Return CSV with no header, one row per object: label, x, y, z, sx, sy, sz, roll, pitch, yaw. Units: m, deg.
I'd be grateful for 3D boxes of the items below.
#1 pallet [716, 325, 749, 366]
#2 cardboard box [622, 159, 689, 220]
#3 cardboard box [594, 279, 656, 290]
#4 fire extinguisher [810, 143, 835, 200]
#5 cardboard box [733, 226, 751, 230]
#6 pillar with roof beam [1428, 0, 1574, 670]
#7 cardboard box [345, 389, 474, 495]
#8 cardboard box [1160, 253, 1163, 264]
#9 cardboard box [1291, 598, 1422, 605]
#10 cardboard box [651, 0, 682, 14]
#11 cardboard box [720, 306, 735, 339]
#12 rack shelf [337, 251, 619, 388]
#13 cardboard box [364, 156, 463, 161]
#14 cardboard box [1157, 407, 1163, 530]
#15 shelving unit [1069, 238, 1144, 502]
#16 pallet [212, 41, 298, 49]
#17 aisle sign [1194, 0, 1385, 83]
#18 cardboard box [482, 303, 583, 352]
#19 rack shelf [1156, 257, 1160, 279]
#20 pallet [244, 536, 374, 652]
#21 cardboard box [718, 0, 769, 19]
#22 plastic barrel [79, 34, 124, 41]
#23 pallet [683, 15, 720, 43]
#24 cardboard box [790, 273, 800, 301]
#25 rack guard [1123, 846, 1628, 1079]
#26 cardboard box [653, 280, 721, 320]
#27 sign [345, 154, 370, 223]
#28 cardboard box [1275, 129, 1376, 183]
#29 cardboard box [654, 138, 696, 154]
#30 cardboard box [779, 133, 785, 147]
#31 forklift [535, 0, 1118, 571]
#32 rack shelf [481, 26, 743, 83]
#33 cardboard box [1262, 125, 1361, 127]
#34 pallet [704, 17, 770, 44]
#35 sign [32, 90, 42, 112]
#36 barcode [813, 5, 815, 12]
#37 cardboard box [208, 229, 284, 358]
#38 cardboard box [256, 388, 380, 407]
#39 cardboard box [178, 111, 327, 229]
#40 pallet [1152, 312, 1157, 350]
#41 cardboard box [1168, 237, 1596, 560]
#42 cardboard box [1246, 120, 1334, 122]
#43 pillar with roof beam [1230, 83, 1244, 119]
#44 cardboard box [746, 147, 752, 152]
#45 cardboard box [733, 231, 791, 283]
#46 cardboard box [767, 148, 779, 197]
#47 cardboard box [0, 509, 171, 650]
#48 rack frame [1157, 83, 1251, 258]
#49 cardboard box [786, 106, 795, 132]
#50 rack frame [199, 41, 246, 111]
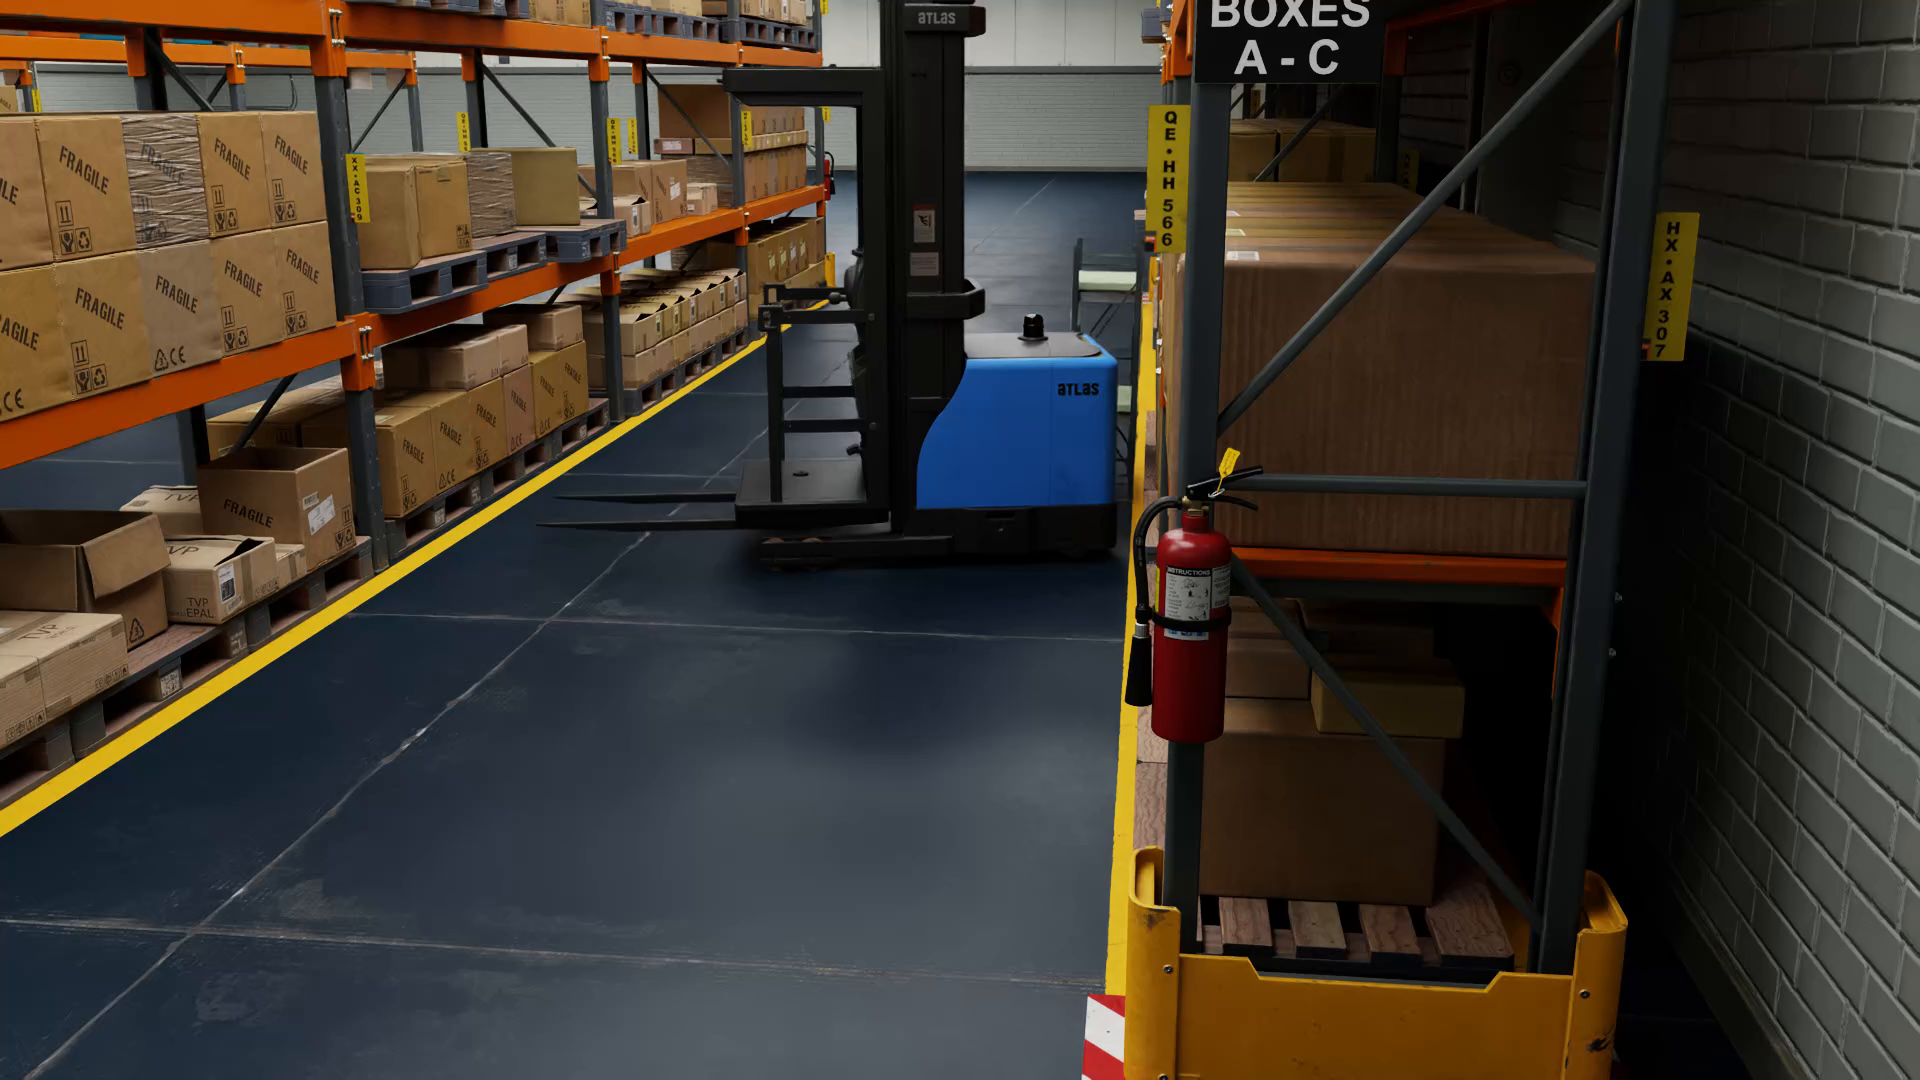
pallet,-2.604,-1.837,15.553,1.003,0.211,1.213,2,15,6
cardboard box,-2.722,-3.089,14.647,0.500,0.500,0.500,3,15,10
cardboard box,-2.973,-2.158,14.785,0.500,0.311,0.500,1,15,4
fire extinguisher,-1.634,-4.393,19.809,0.296,0.674,0.183,2,15,6
cardboard box,-2.562,-3.129,18.014,0.500,0.500,0.500,2,15,6
pillar with roof beam,-2.037,-3.972,6.611,9.100,9.000,0.400,2,15,6
cardboard box,-3.117,-0.564,9.446,0.500,0.500,0.500,2,15,7
cardboard box,1.493,-1.872,10.780,0.380,0.149,0.250,2,15,8
cardboard box,1.258,0.230,5.307,0.380,0.149,0.250,2,15,7
cardboard box,-2.698,-4.652,14.356,0.500,0.250,0.500,0,15,1
cardboard box,-2.377,-2.004,15.290,0.500,0.250,0.500,1,15,5
rack shelf,-3.237,-1.472,10.239,1.077,0.370,4.000,2,15,6
cardboard box,-3.325,-2.012,9.860,0.700,0.500,0.500,-2,15,-8
cardboard box,1.404,-0.493,8.554,0.750,0.750,0.750,2,15,7
shelving unit,0.883,-1.056,10.161,0.431,1.500,0.755,2,14,5
pallet,-7.497,-5.069,16.779,1.213,0.211,1.003,2,15,6
aisle sign,0.702,-1.364,3.478,0.394,0.787,0.004,2,15,6
cardboard box,-2.886,-1.442,11.257,0.500,0.250,0.500,2,15,8
rack shelf,2.137,-2.365,13.539,1.077,0.370,4.000,2,15,6
pallet,-3.541,0.223,7.932,1.003,0.211,1.213,2,15,6
cardboard box,-2.180,-5.314,16.419,0.500,0.311,0.500,1,15,3
plastic barrel,-7.471,-4.735,14.220,0.600,0.901,0.708,2,15,6
pallet,-2.647,-4.502,14.686,0.805,0.209,1.217,1,15,4
cardboard box,-2.033,-2.751,18.054,0.500,0.250,0.500,2,15,6
rack guard,1.006,1.094,4.157,1.175,0.500,0.348,2,15,6
cardboard box,-2.432,-2.144,14.733,0.500,0.311,0.500,2,15,6
sign,-2.923,-1.705,8.062,0.100,0.325,0.005,2,15,6
cardboard box,1.771,-1.831,7.951,0.500,0.250,0.500,2,15,8
cardboard box,-2.742,-3.814,16.086,0.380,0.149,0.250,2,15,6
cardboard box,-2.107,-4.334,18.009,0.380,0.149,0.250,2,15,8
forklift,-0.718,-1.400,8.724,3.031,2.935,1.130,-1,15,-5
rack shelf,-2.786,-3.958,13.684,1.077,0.370,4.000,2,15,6
cardboard box,1.875,-2.097,8.935,0.500,0.250,0.500,1,15,4
pallet,-2.489,-5.003,16.341,1.003,0.211,1.213,2,15,6
sign,-11.402,-5.396,20.547,0.100,0.325,0.005,2,15,6
barcode,-1.663,-6.049,18.927,0.001,0.075,0.075,2,15,6
cardboard box,-3.321,-1.078,7.211,0.500,0.500,0.500,2,15,8
cardboard box,-3.628,-0.571,9.473,0.500,0.500,0.500,2,15,6
cardboard box,-3.262,-1.693,7.570,0.500,0.500,0.500,2,15,7
pallet,2.403,-2.060,16.376,1.003,0.211,1.213,2,15,6
cardboard box,1.056,-0.396,4.305,0.980,0.700,0.700,2,15,9
cardboard box,2.056,-2.497,10.415,0.500,0.250,0.500,1,15,4
pillar with roof beam,0.671,-10.196,29.631,9.100,9.000,0.400,2,15,6
cardboard box,-2.282,-3.933,16.527,0.380,0.149,0.250,1,15,5
cardboard box,-2.084,-2.984,17.476,0.500,0.500,0.500,2,15,6
cardboard box,-2.346,-3.939,17.792,0.700,0.500,0.500,2,15,8
cardboard box,-3.669,0.179,6.692,0.797,0.503,0.637,2,15,6
rack frame,2.814,-4.268,19.200,1.000,3.000,0.127,2,15,6
cardboard box,-2.234,-4.817,18.552,0.700,0.500,0.500,1,15,5
rack frame,-7.481,-3.523,16.443,1.000,3.000,0.127,2,15,6
